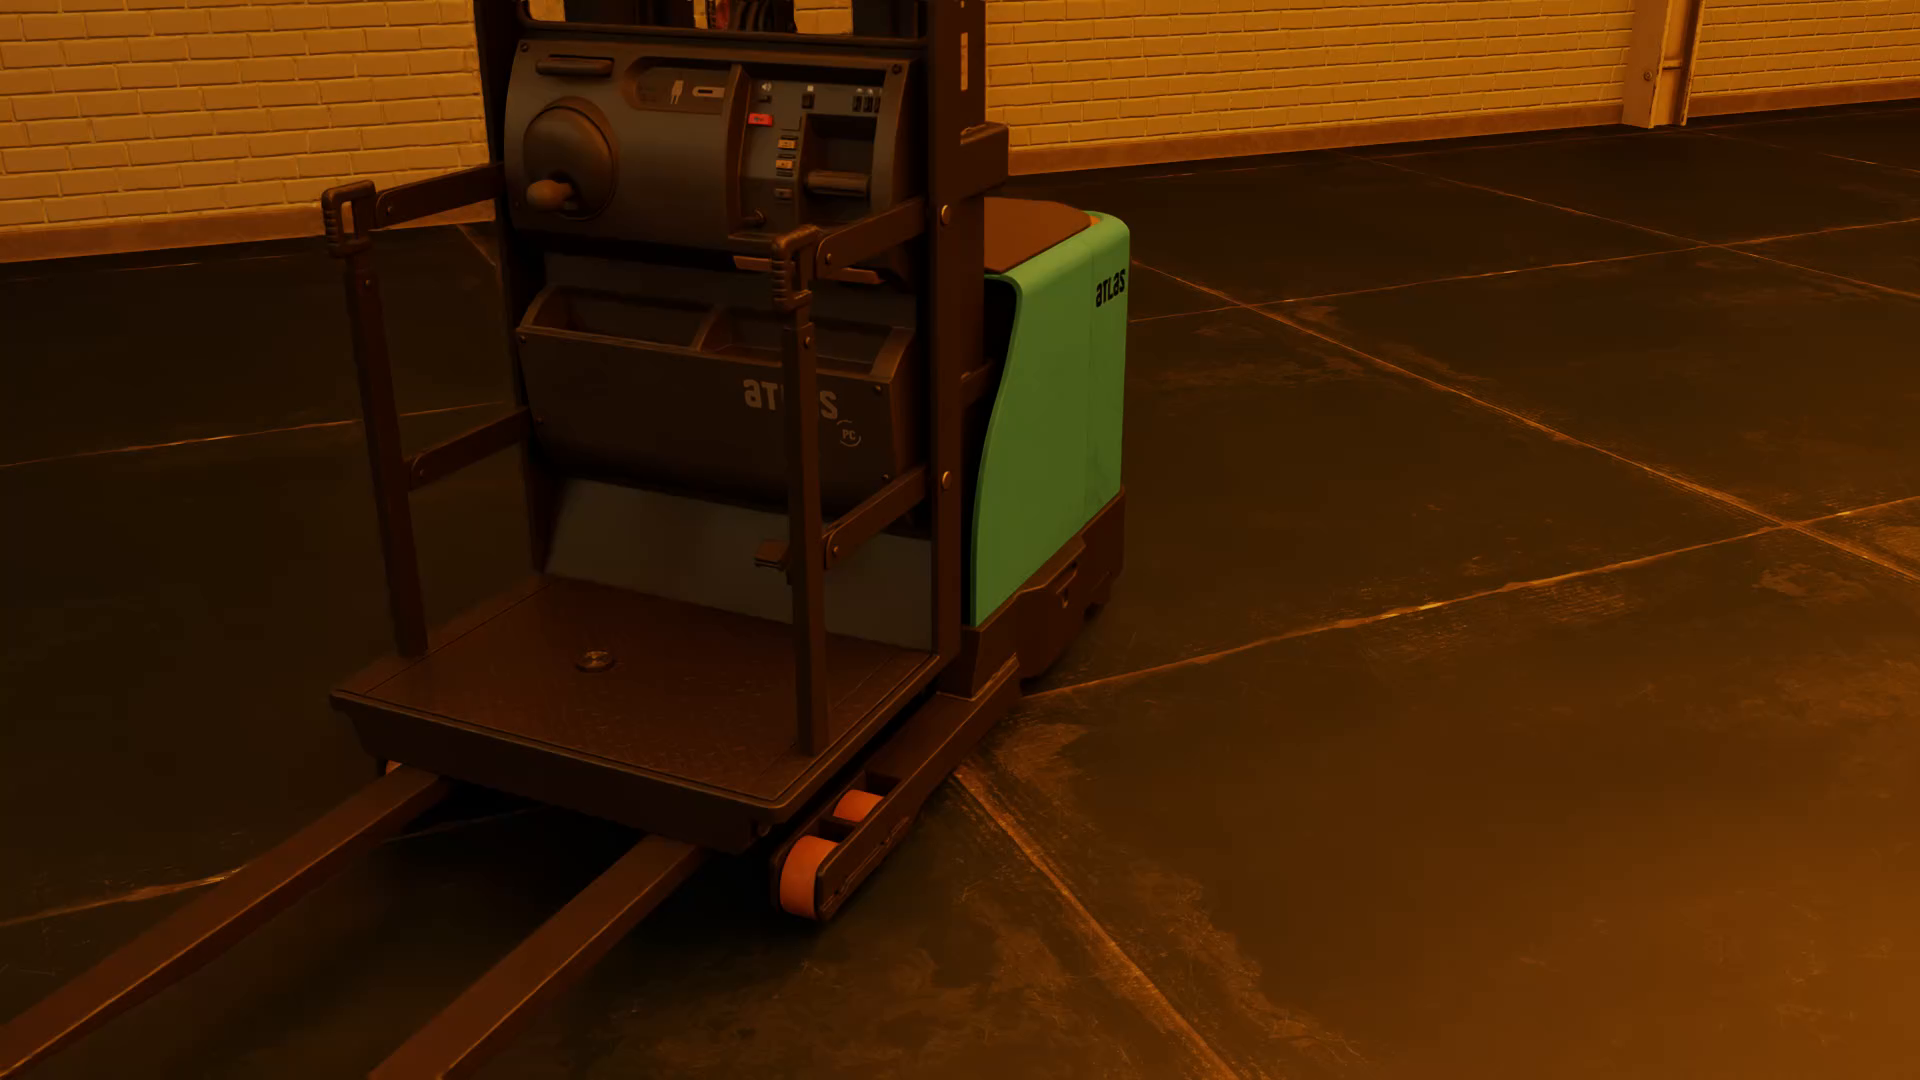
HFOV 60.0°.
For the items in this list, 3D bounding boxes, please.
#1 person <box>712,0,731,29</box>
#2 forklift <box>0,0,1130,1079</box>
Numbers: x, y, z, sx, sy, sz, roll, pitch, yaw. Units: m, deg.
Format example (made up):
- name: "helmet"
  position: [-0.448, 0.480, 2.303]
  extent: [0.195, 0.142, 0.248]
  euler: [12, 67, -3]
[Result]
- name: "person"
  position: [-0.695, -0.951, 5.358]
  extent: [0.347, 1.570, 0.664]
  euler: [3, 23, 7]
- name: "forklift"
  position: [-0.618, -0.789, 3.186]
  extent: [1.130, 2.935, 3.031]
  euler: [10, 25, 23]
